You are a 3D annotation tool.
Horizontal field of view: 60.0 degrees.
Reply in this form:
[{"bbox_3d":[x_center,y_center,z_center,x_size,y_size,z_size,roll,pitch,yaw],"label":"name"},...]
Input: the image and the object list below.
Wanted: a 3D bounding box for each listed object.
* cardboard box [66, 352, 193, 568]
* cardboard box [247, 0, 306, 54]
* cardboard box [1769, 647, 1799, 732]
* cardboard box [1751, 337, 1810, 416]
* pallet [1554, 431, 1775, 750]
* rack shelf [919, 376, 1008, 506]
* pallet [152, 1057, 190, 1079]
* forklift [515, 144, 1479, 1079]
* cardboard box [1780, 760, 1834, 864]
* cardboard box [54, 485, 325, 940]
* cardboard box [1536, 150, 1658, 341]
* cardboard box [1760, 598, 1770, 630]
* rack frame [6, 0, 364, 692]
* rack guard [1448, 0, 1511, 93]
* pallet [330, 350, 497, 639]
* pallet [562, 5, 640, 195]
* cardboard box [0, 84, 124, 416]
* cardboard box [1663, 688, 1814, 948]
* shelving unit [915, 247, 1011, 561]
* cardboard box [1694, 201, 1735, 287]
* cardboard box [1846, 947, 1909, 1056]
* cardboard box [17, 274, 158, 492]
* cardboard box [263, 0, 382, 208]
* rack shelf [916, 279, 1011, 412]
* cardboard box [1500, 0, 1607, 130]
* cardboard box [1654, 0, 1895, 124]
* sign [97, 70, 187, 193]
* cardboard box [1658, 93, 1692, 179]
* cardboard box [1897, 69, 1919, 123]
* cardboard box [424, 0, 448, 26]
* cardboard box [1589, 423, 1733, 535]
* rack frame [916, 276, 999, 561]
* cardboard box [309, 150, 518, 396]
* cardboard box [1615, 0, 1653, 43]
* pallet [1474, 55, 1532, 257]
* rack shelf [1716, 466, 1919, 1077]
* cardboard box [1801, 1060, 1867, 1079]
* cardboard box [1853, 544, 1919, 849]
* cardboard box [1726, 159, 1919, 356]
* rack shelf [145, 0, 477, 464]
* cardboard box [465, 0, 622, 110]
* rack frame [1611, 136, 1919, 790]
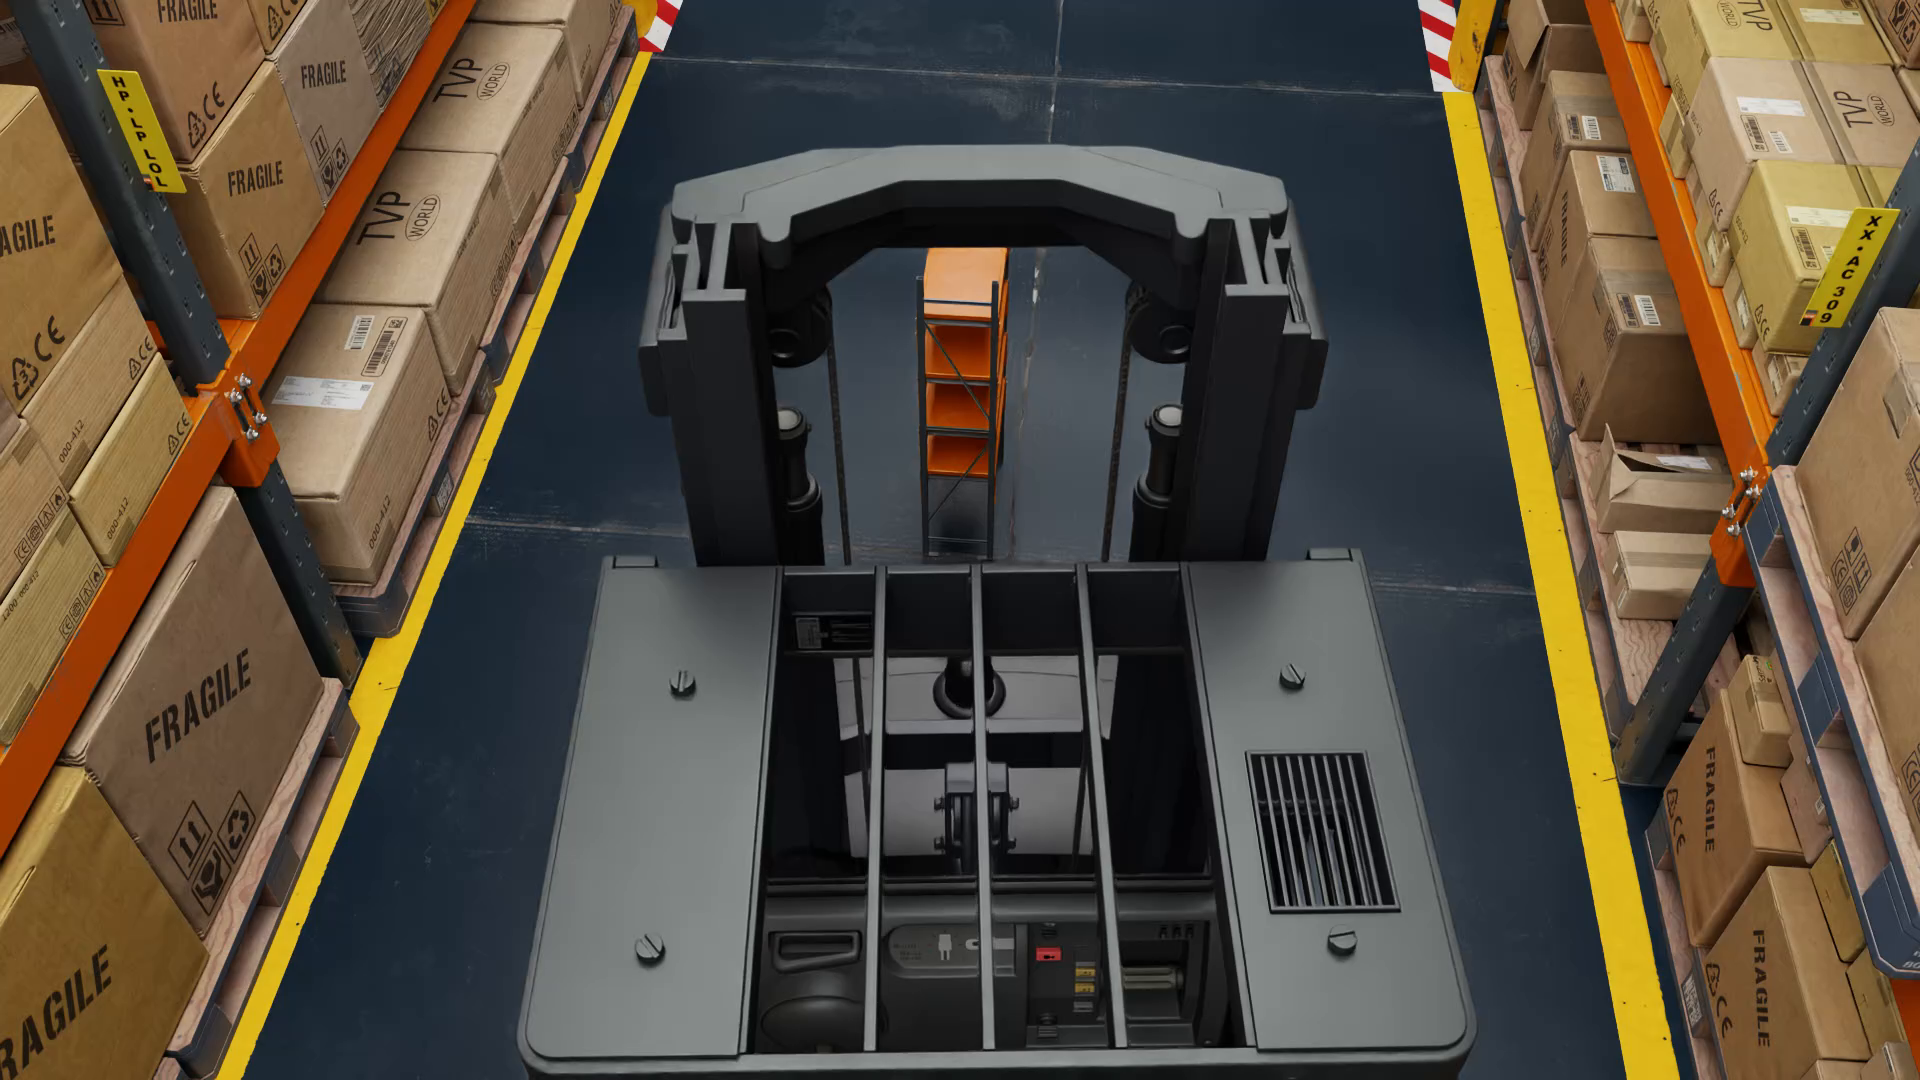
[{"bbox_3d":[-2.224,-0.210,4.010,0.500,0.250,0.500,3,48,3],"label":"cardboard box"},{"bbox_3d":[-2.098,-1.682,4.511,0.500,0.500,0.500,3,48,3],"label":"cardboard box"},{"bbox_3d":[2.272,0.357,4.159,0.380,0.149,0.250,3,48,3],"label":"cardboard box"},{"bbox_3d":[2.286,-0.442,4.292,0.380,0.149,0.250,4,48,4],"label":"cardboard box"},{"bbox_3d":[2.572,0.161,5.460,1.003,0.211,1.213,4,48,4],"label":"pallet"},{"bbox_3d":[0.015,-0.347,5.615,0.258,0.148,0.480,4,48,4],"label":"rack shelf"},{"bbox_3d":[-2.538,1.805,3.956,1.003,0.211,1.213,4,48,4],"label":"pallet"},{"bbox_3d":[0.037,0.935,2.908,1.130,2.935,3.031,-1,48,-1],"label":"forklift"},{"bbox_3d":[2.263,0.662,4.082,0.380,0.149,0.250,3,48,2],"label":"cardboard box"},{"bbox_3d":[-2.411,0.430,4.480,0.875,0.875,0.875,5,48,5],"label":"cardboard box"},{"bbox_3d":[2.459,-1.063,6.099,0.500,0.500,0.500,5,48,4],"label":"cardboard box"},{"bbox_3d":[2.804,0.020,5.236,0.500,0.311,0.500,5,48,5],"label":"cardboard box"},{"bbox_3d":[-2.434,-0.607,4.272,1.000,3.000,0.127,4,48,4],"label":"rack frame"},{"bbox_3d":[2.867,-2.316,7.529,1.175,0.500,0.348,4,48,4],"label":"rack guard"},{"bbox_3d":[-2.287,-0.219,5.807,1.003,0.211,1.213,4,48,4],"label":"pallet"},{"bbox_3d":[-2.065,-2.012,7.447,1.003,0.211,1.213,4,48,4],"label":"pallet"},{"bbox_3d":[-2.225,-0.633,3.551,0.500,0.500,0.500,5,48,5],"label":"cardboard box"},{"bbox_3d":[2.241,0.767,4.425,0.500,0.500,0.500,6,48,5],"label":"cardboard box"},{"bbox_3d":[0.015,-0.527,5.419,0.258,1.200,0.503,4,48,4],"label":"shelving unit"},{"bbox_3d":[2.288,-0.828,4.644,0.380,0.149,0.250,5,48,5],"label":"cardboard box"},{"bbox_3d":[2.240,1.053,3.724,0.380,0.149,0.250,3,48,3],"label":"cardboard box"},{"bbox_3d":[-2.233,-0.385,3.832,0.500,0.250,0.500,4,48,3],"label":"cardboard box"},{"bbox_3d":[-2.081,-1.337,4.872,0.500,0.500,0.500,4,48,4],"label":"cardboard box"},{"bbox_3d":[0.015,-0.632,5.303,0.258,0.148,0.480,4,48,4],"label":"rack shelf"},{"bbox_3d":[2.723,-2.071,7.019,0.797,0.503,0.637,2,48,2],"label":"cardboard box"},{"bbox_3d":[2.402,-1.451,4.944,0.500,0.250,0.500,4,48,3],"label":"cardboard box"},{"bbox_3d":[-1.893,-0.941,3.847,0.100,0.325,0.005,4,48,4],"label":"sign"},{"bbox_3d":[2.334,-1.208,4.992,0.380,0.149,0.250,3,48,3],"label":"cardboard box"},{"bbox_3d":[2.862,-1.040,4.569,0.500,0.250,0.500,3,48,3],"label":"cardboard box"},{"bbox_3d":[-1.982,-2.081,5.553,0.500,0.500,0.500,5,48,5],"label":"cardboard box"},{"bbox_3d":[2.300,-0.186,5.456,0.396,0.266,0.258,5,48,5],"label":"cardboard box"},{"bbox_3d":[-0.007,-0.347,5.255,0.240,1.200,0.015,4,48,4],"label":"rack frame"},{"bbox_3d":[-2.189,-0.996,6.080,0.875,0.438,0.875,3,48,2],"label":"cardboard box"},{"bbox_3d":[2.400,-1.769,5.505,0.380,0.149,0.250,5,48,4],"label":"cardboard box"},{"bbox_3d":[2.795,-1.632,7.100,1.003,0.211,1.213,4,48,4],"label":"pallet"},{"bbox_3d":[2.327,1.437,2.891,1.077,0.370,4.000,4,48,4],"label":"rack shelf"},{"bbox_3d":[2.152,1.525,3.732,0.500,0.500,0.500,3,48,2],"label":"cardboard box"},{"bbox_3d":[2.195,0.270,3.118,0.700,0.500,0.500,4,48,4],"label":"cardboard box"},{"bbox_3d":[2.312,-0.716,4.272,0.500,0.250,0.500,5,48,5],"label":"cardboard box"},{"bbox_3d":[-2.252,-1.834,5.882,1.077,0.370,4.000,4,48,4],"label":"rack shelf"},{"bbox_3d":[-2.030,-2.331,7.301,0.875,0.438,0.875,2,48,2],"label":"cardboard box"},{"bbox_3d":[2.509,-0.276,3.969,1.000,3.000,0.127,4,48,4],"label":"rack frame"}]
